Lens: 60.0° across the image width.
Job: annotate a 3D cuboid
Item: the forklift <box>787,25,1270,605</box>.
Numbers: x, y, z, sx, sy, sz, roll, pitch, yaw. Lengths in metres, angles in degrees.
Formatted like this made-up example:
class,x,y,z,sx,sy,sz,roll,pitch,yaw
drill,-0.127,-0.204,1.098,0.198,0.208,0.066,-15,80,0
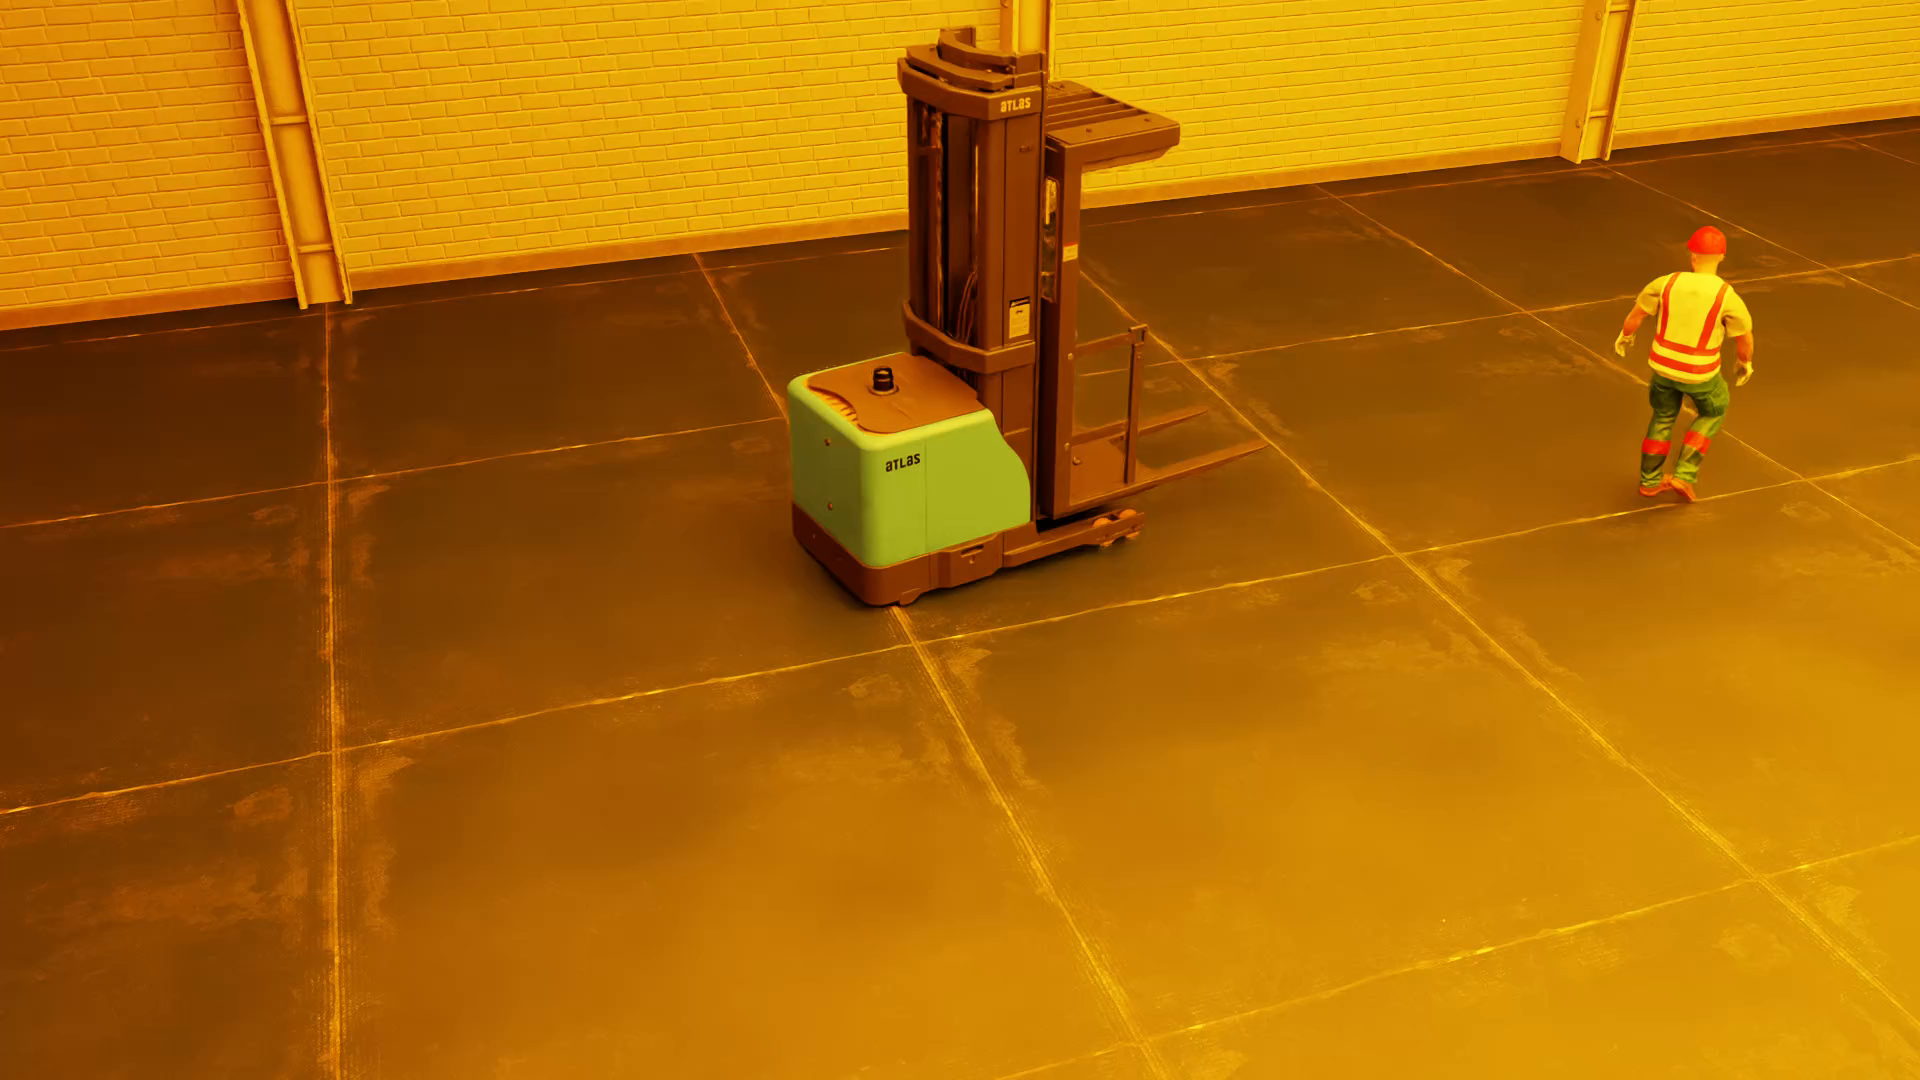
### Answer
class,x,y,z,sx,sy,sz,roll,pitch,yaw
forklift,0.523,-1.442,9.593,3.031,2.935,1.130,-17,34,-27

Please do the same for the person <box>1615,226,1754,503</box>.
class,x,y,z,sx,sy,sz,roll,pitch,yaw
person,4.386,-1.076,10.147,0.480,1.761,0.806,-26,39,-37
